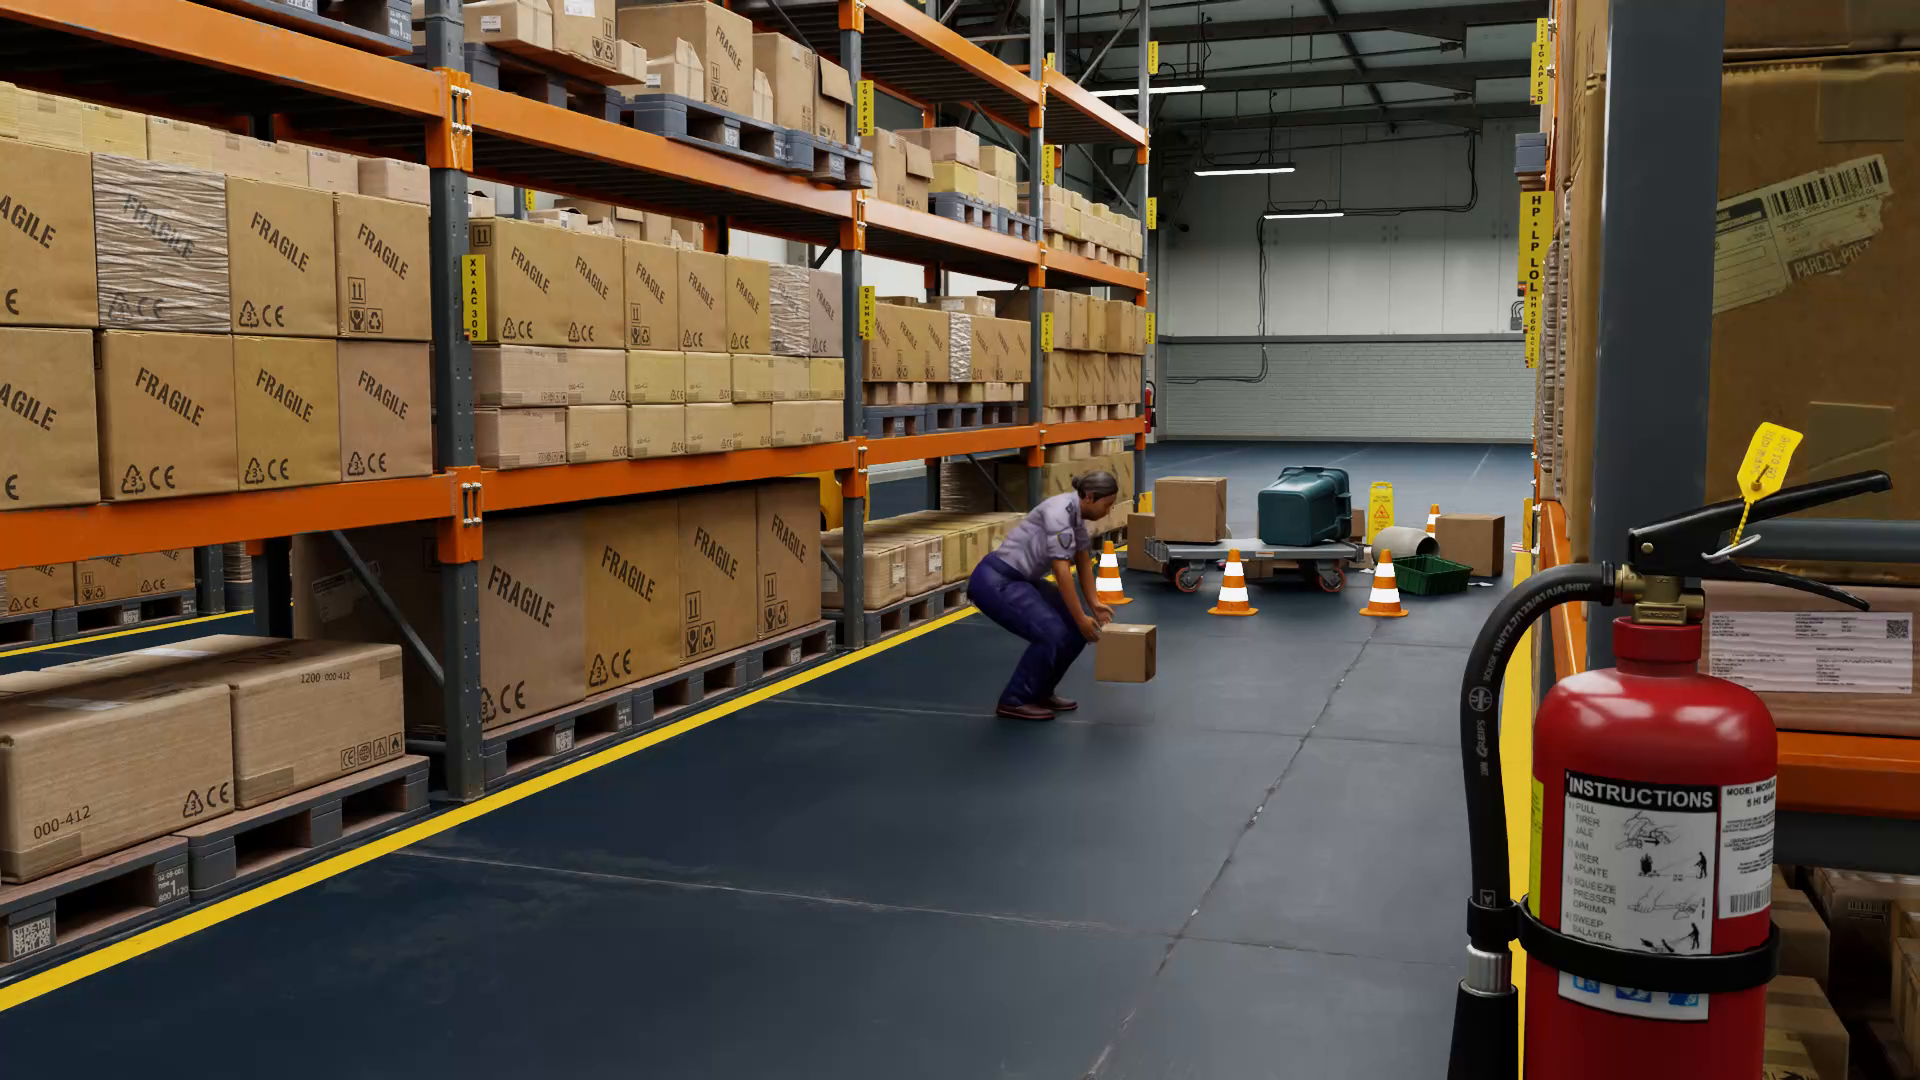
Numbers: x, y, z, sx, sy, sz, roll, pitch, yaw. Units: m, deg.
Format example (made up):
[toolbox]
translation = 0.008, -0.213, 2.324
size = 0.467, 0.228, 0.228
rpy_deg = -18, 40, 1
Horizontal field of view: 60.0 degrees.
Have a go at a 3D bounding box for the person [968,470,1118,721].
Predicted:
[person]
translation = 0.429, 0.261, 8.325
size = 0.727, 1.230, 0.540
rpy_deg = 2, 6, 19
